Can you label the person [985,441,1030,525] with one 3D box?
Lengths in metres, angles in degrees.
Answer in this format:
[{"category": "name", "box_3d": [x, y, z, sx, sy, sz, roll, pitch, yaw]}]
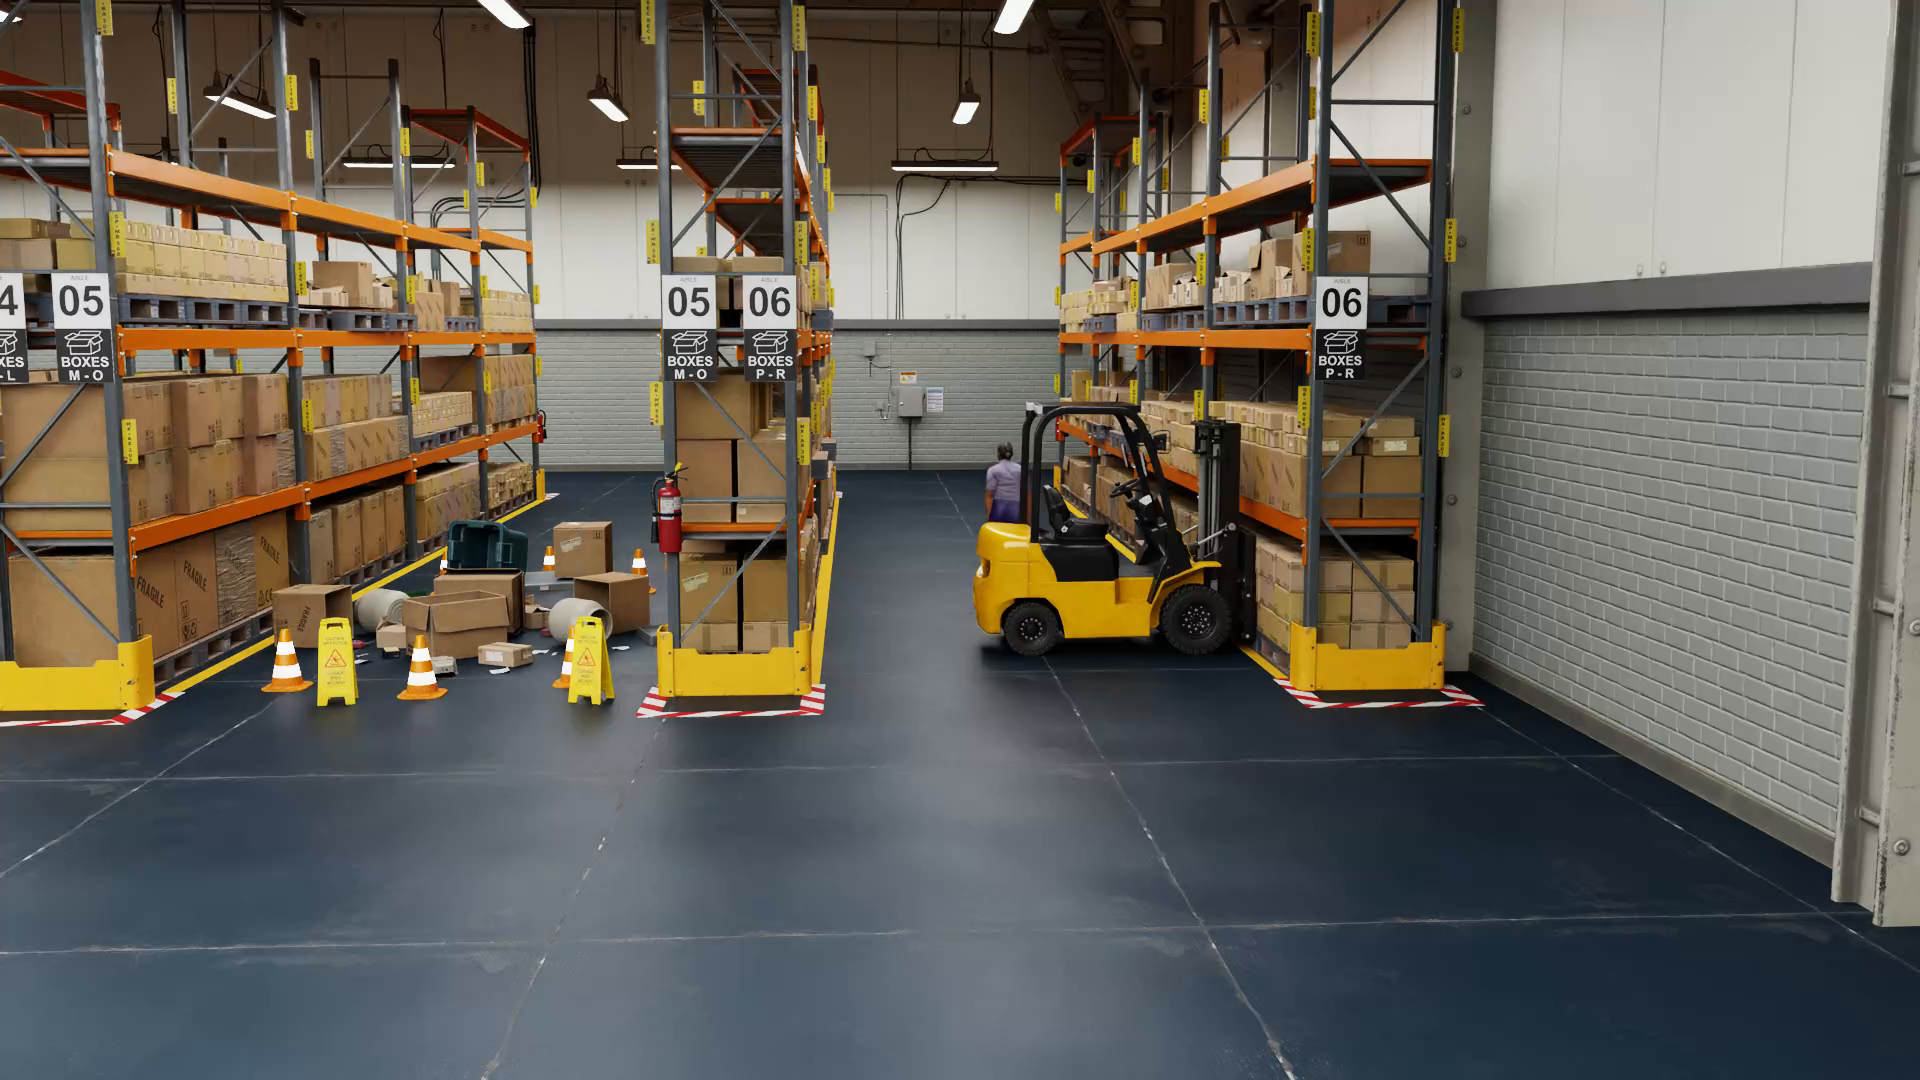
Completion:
[{"category": "person", "box_3d": [0.540, -0.230, 17.607, 0.552, 1.625, 0.844, -1, 7, -4]}]
